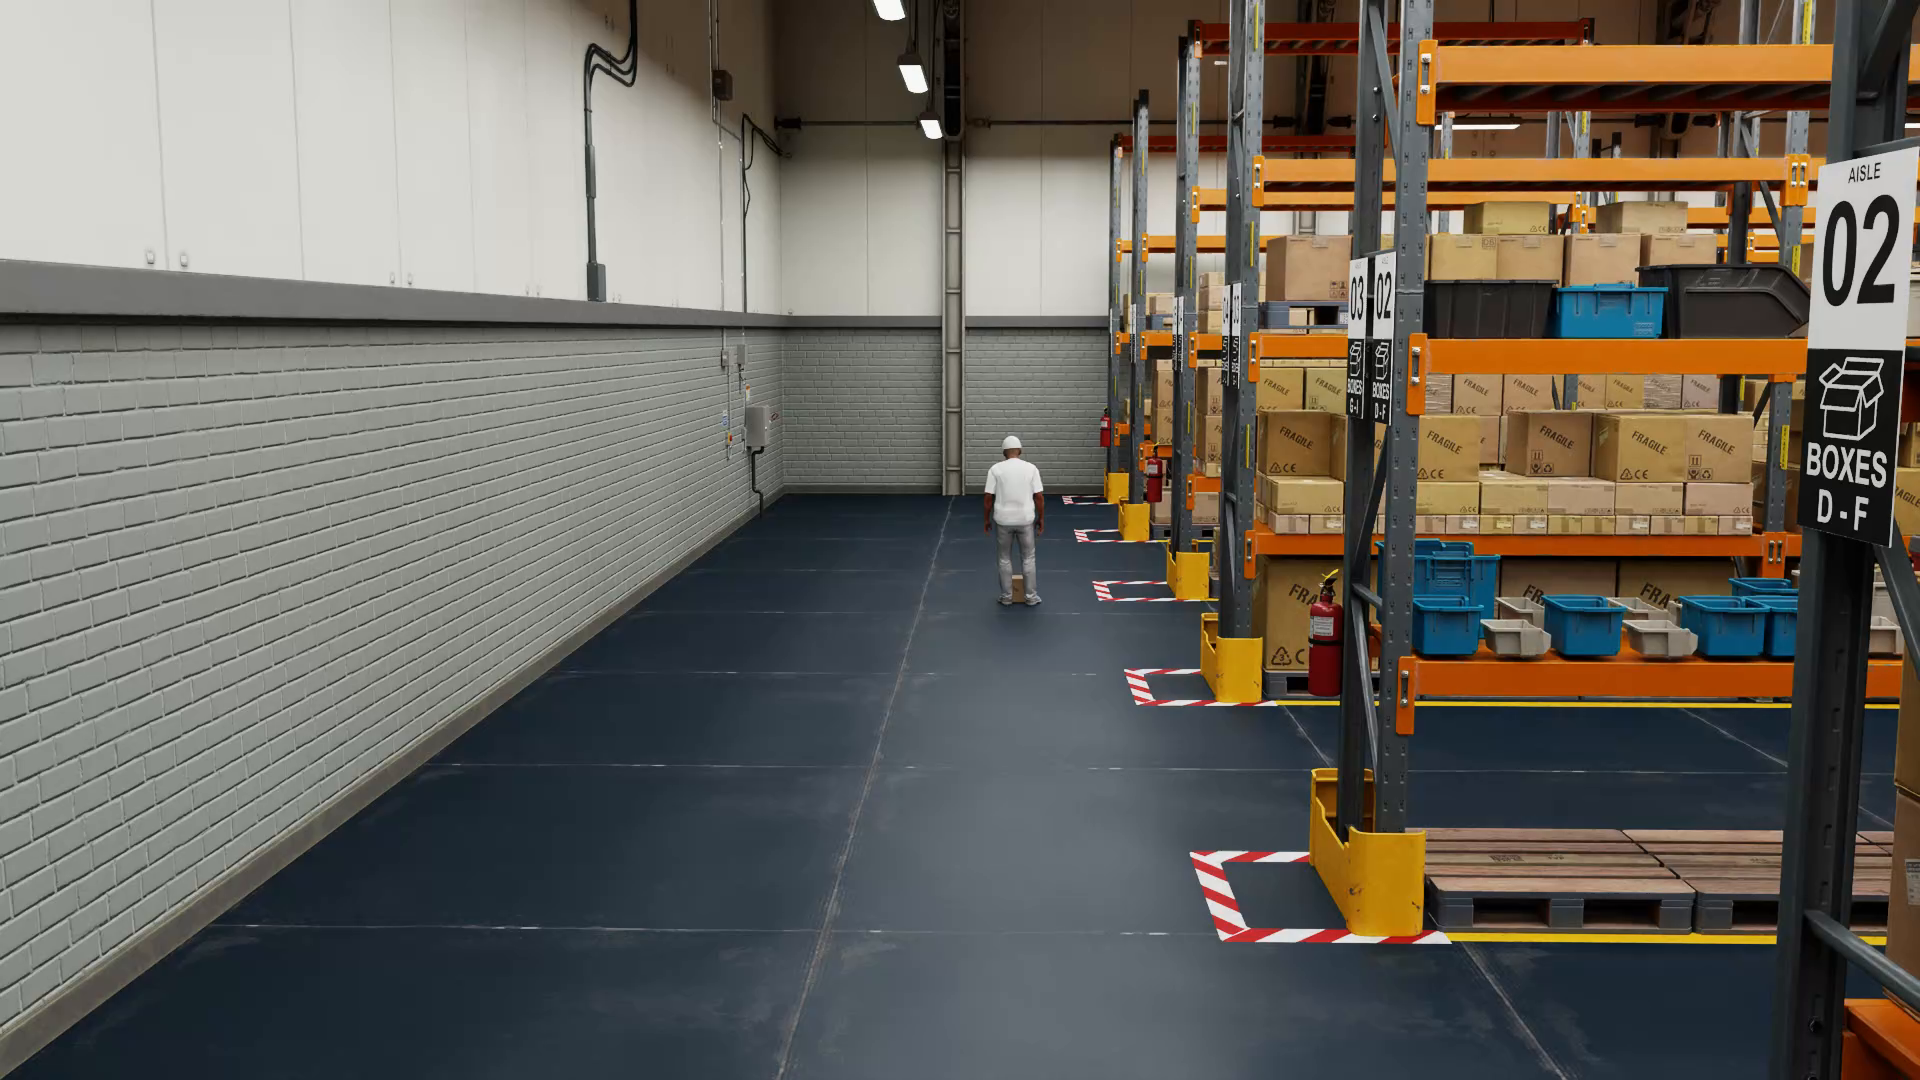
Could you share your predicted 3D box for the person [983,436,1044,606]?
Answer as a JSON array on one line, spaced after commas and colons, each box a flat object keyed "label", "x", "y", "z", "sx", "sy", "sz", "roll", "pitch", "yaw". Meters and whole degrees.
[{"label": "person", "x": 0.561, "y": -0.204, "z": 17.311, "sx": 0.637, "sy": 1.761, "sz": 0.455, "roll": 0, "pitch": 7, "yaw": -1}]
